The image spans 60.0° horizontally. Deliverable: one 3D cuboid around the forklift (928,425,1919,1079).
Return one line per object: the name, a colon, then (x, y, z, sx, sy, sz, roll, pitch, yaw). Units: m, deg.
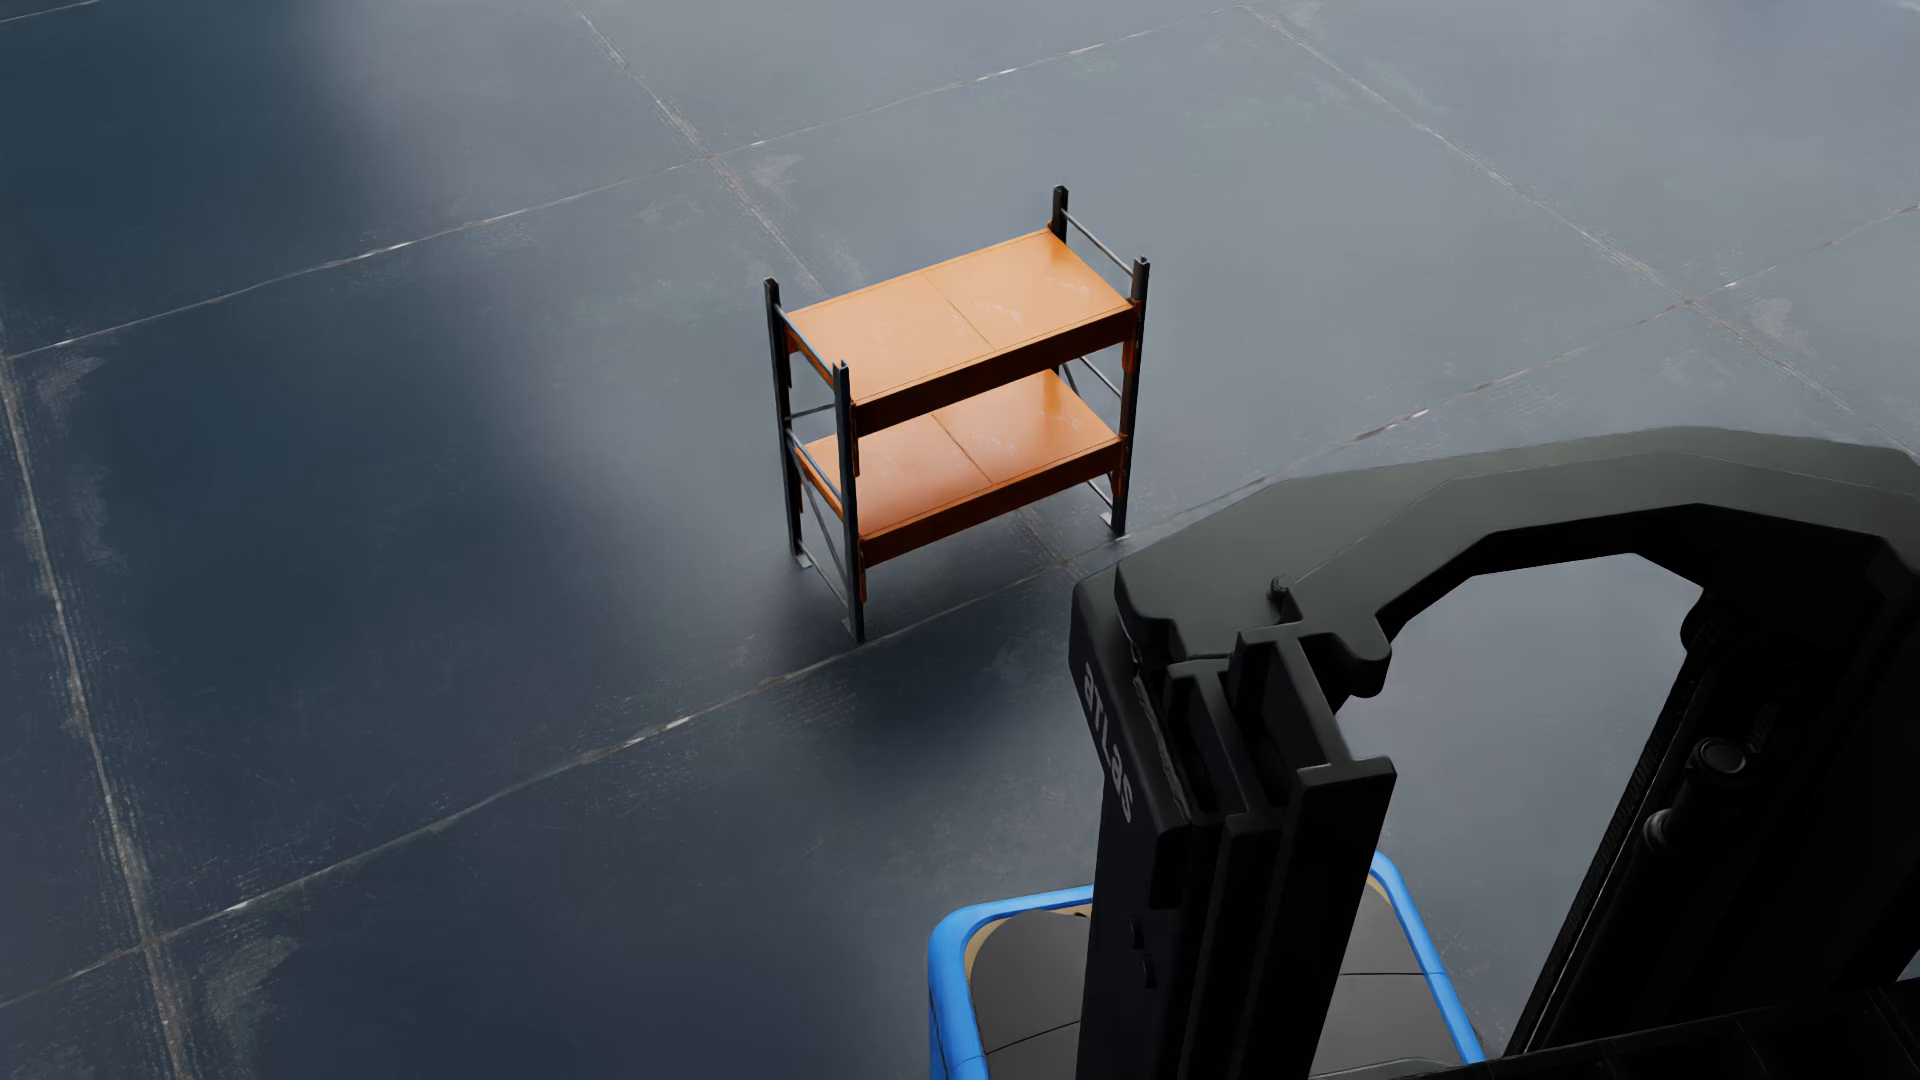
forklift: (0.710, 1.428, 2.174, 1.130, 2.935, 3.031, -8, 45, -8)

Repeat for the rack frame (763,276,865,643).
rack frame: (-0.447, -0.225, 5.174, 0.032, 1.125, 0.500, -22, 48, -21)

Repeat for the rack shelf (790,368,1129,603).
rack shelf: (-0.006, -0.226, 5.526, 1.000, 0.278, 0.538, -22, 48, -21)

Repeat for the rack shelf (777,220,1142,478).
rack shelf: (-0.006, -0.611, 5.152, 1.000, 0.278, 0.538, -22, 48, -21)

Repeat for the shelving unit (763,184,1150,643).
shelving unit: (-0.006, -0.401, 5.356, 1.048, 1.125, 0.538, -22, 48, -21)

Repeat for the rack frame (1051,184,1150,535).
rack frame: (0.435, -0.578, 5.538, 0.032, 1.125, 0.500, -22, 48, -21)
